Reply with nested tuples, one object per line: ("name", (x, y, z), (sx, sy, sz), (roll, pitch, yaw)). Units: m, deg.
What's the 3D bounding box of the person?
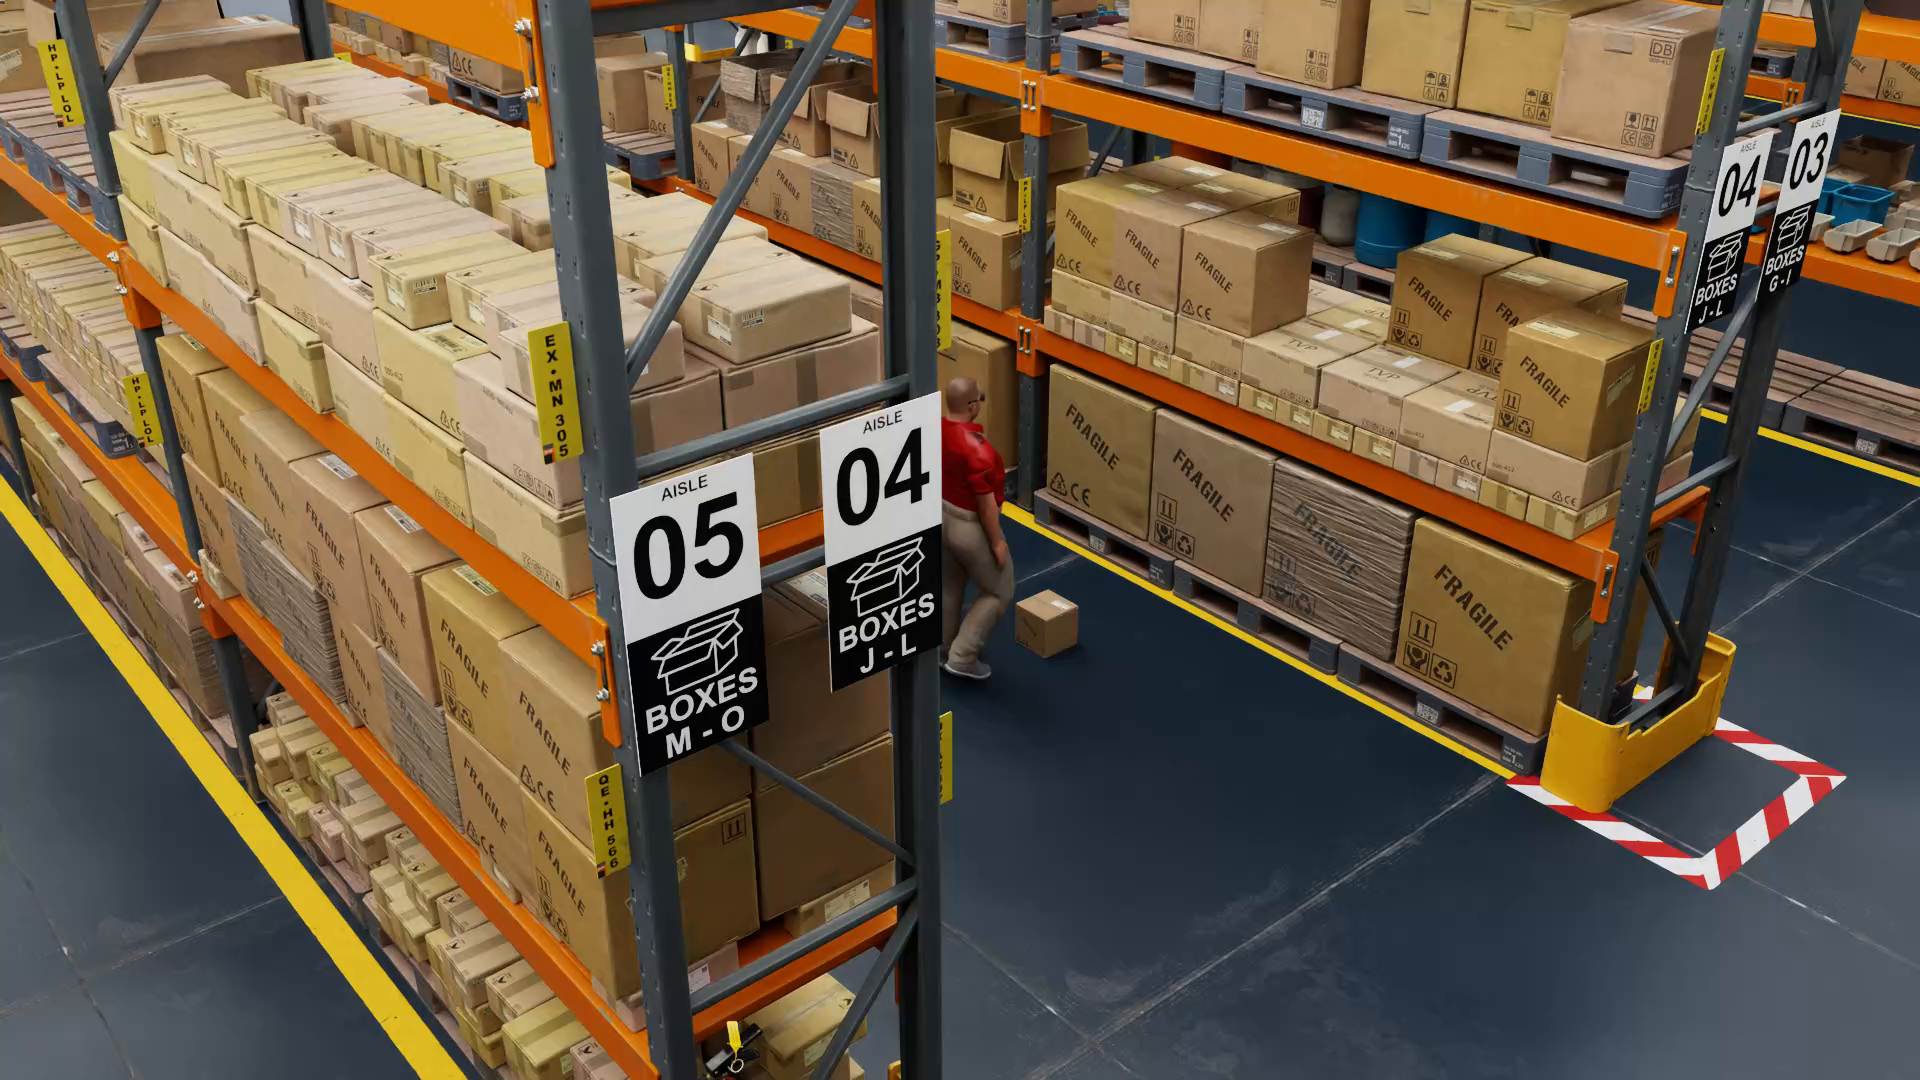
("person", (0.024, -0.052, 8.715), (0.416, 1.737, 0.552), (-21, 35, -34))
